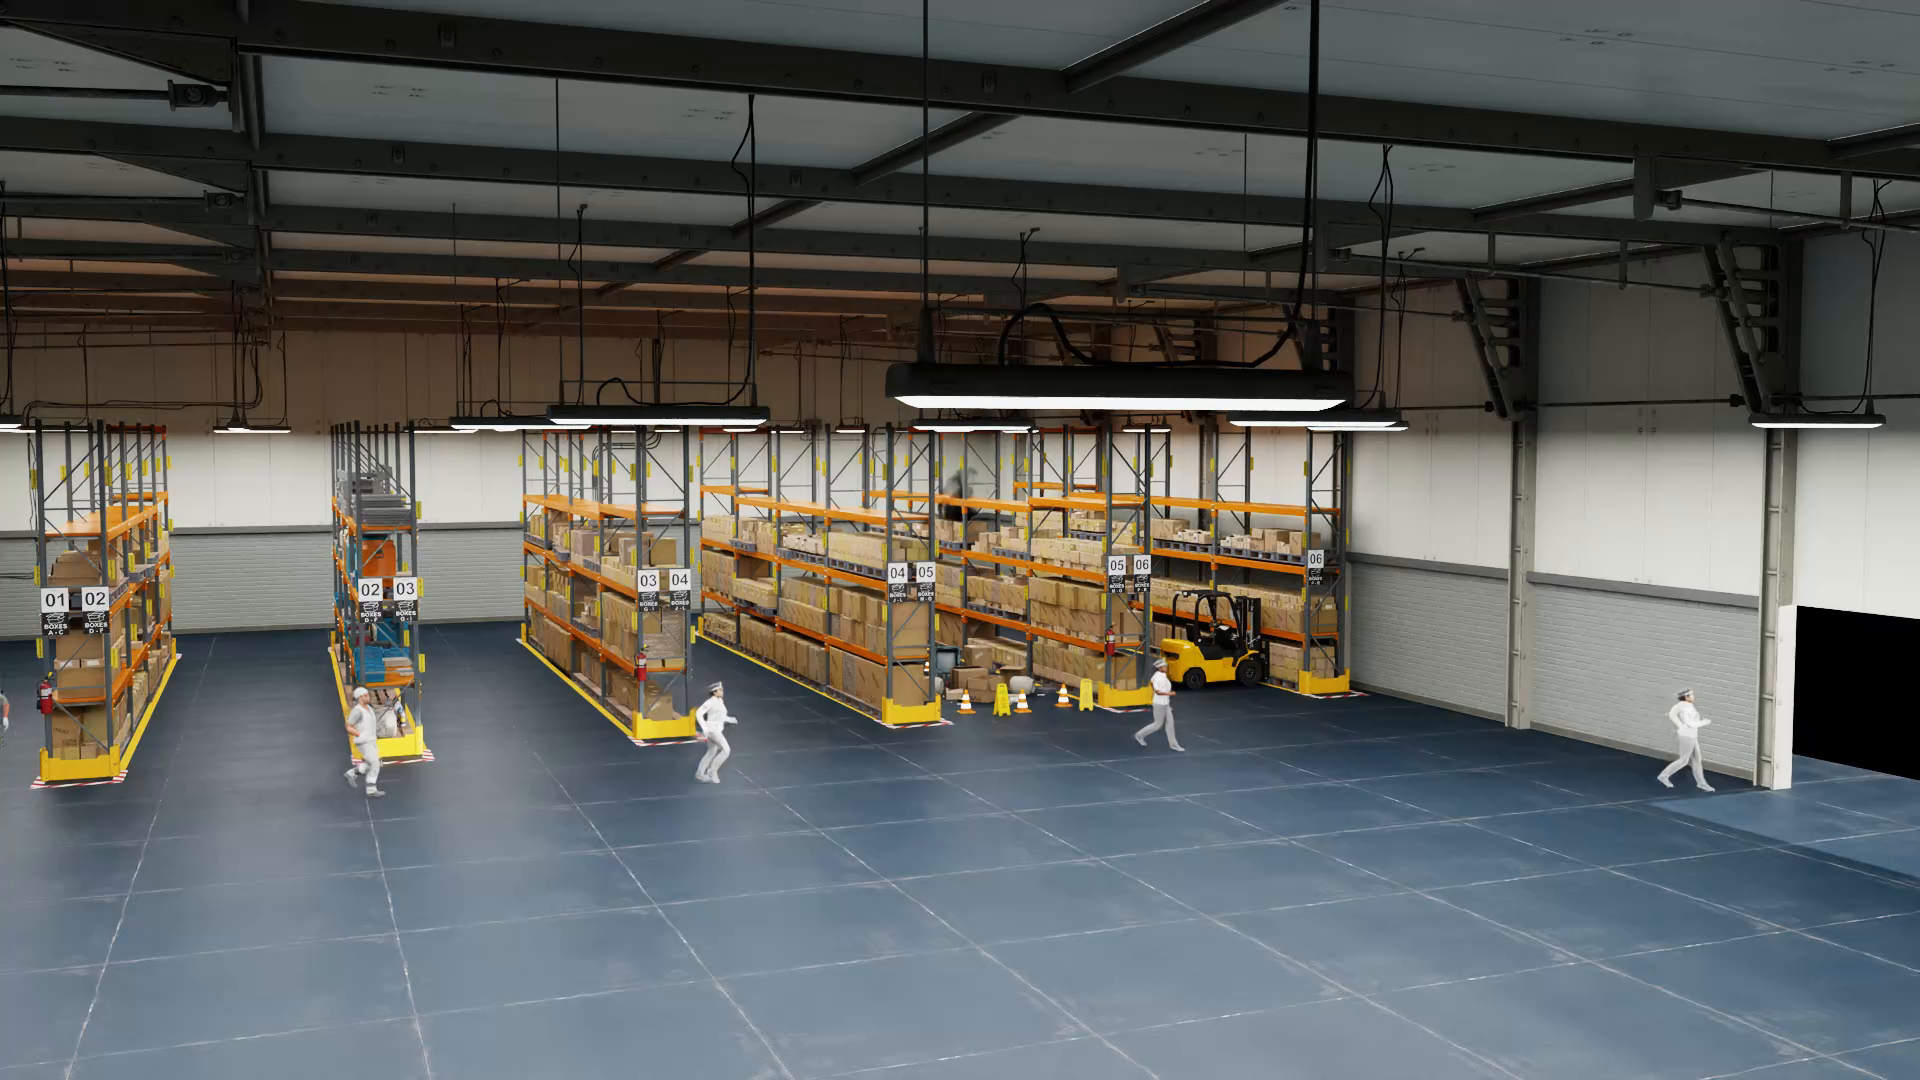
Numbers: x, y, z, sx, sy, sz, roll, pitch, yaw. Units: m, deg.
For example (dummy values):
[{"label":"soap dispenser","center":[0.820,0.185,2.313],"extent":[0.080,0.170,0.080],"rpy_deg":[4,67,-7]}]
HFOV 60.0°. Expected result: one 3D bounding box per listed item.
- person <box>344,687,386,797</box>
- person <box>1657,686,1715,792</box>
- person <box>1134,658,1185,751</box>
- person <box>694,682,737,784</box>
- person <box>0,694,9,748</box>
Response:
[{"label":"person","center":[-9.467,3.204,26.356],"extent":[0.708,1.743,0.659],"rpy_deg":[0,4,5]},{"label":"person","center":[11.667,3.182,26.672],"extent":[0.881,1.695,0.614],"rpy_deg":[1,4,18]},{"label":"person","center":[3.627,2.981,30.146],"extent":[0.920,1.699,0.581],"rpy_deg":[1,4,16]},{"label":"person","center":[-4.027,3.169,27.413],"extent":[0.732,1.686,0.578],"rpy_deg":[1,4,10]},{"label":"person","center":[-15.884,3.133,27.121],"extent":[0.680,1.808,0.929],"rpy_deg":[-2,4,-30]}]
